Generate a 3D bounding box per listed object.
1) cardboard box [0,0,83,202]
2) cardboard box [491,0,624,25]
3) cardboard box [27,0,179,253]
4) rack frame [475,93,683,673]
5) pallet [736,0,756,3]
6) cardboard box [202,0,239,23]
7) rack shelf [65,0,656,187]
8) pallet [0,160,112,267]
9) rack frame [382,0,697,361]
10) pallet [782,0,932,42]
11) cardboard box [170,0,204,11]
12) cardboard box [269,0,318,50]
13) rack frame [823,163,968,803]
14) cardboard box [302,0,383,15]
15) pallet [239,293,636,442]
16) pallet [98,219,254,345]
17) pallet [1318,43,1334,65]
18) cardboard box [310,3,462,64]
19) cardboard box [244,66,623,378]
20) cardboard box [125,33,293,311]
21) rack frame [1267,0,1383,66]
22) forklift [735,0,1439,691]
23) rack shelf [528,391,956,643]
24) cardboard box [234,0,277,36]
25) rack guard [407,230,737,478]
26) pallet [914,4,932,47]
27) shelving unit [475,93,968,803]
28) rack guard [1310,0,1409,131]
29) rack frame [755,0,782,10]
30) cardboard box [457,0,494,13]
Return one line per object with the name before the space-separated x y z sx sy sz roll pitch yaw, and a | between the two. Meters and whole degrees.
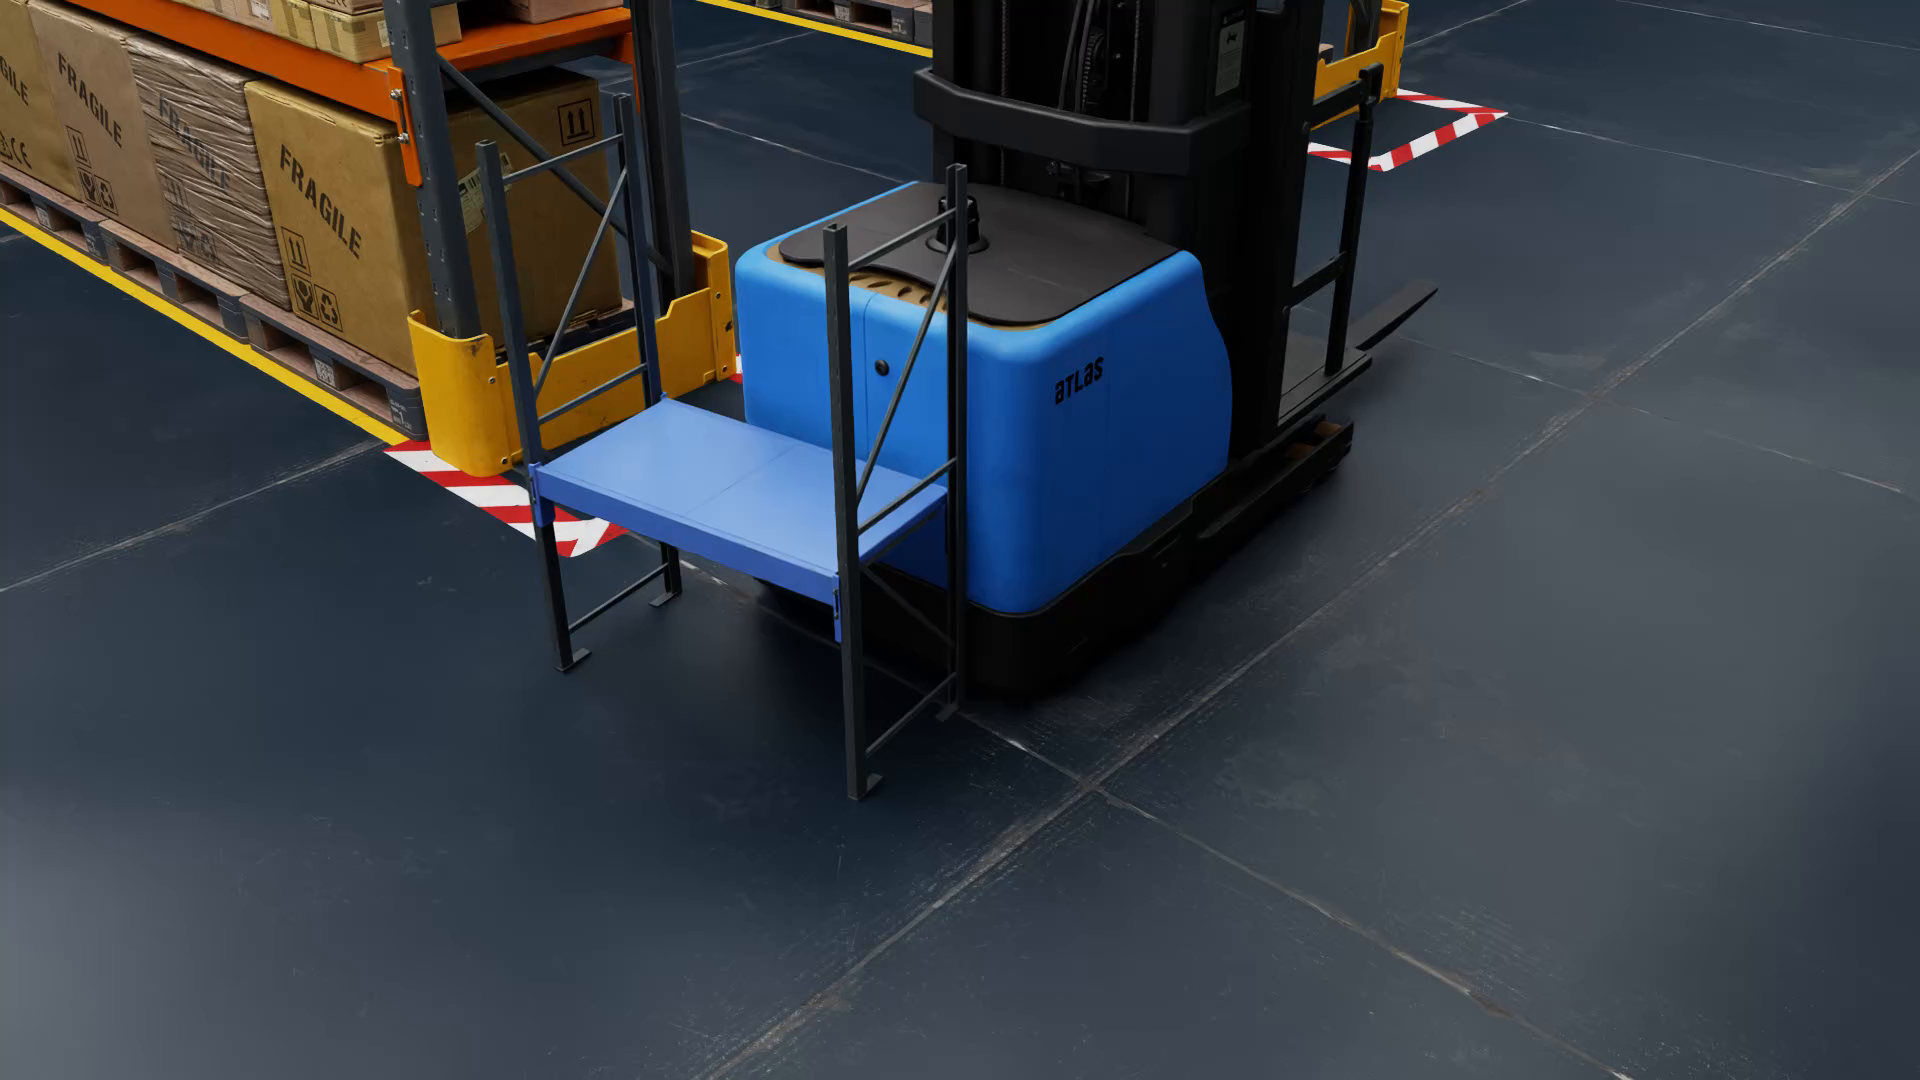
cardboard box | -3.887 -2.167 7.594 0.875 0.875 0.875 25 39 35
cardboard box | -1.399 -1.913 5.764 0.250 0.149 0.380 26 39 36
cardboard box | -3.220 -1.856 7.077 0.875 0.875 0.875 25 39 35
rack frame | -0.983 -0.385 4.435 0.032 1.500 0.500 19 36 28
pallet | -1.543 -4.139 11.920 1.213 0.211 1.003 25 39 35
cardboard box | -2.407 -1.925 5.784 0.250 0.149 0.380 26 40 36
rack shelf | -2.840 -2.156 6.621 4.000 0.370 1.077 25 39 35
pallet | -3.812 -1.669 7.817 1.213 0.211 1.003 25 39 35
rack frame | -1.357 -1.772 5.285 0.127 3.000 1.000 25 39 35
pallet | -0.428 -3.616 11.052 1.213 0.211 1.003 25 39 35
cardboard box | -2.600 -2.015 5.932 0.250 0.149 0.380 24 39 34
cardboard box | -2.036 -1.751 5.494 0.250 0.149 0.380 25 39 36
rack frame | -0.132 -0.097 3.957 0.032 1.500 0.500 19 36 28
cardboard box | -1.895 -1.901 5.357 0.500 0.250 0.500 24 39 34
pallet | -2.002 -0.824 6.414 1.213 0.211 1.003 25 39 35
pallet | -2.903 -1.246 7.116 1.213 0.211 1.003 25 39 35
pallet | 1.381 -2.772 9.649 1.213 0.211 1.003 25 39 35
cardboard box | -1.842 -1.662 5.346 0.250 0.149 0.380 26 40 36
cardboard box | -1.885 -1.233 6.042 0.875 0.875 0.875 25 39 35
cardboard box | -2.560 -1.547 6.565 0.875 0.875 0.875 25 39 35
rack frame | 1.966 -3.666 8.431 0.127 3.000 1.000 25 39 35
forklift | 0.676 -1.551 4.984 1.130 2.935 3.031 22 37 32
rack shelf | -0.557 -0.087 4.289 1.000 0.185 0.538 19 36 28
cardboard box | -2.222 -1.839 5.640 0.250 0.149 0.380 25 39 35
rack guard | -1.339 -0.693 5.916 0.348 0.500 1.175 25 39 35
pallet | 0.481 -3.194 10.351 1.213 0.211 1.003 25 39 35
shelving unit | -0.557 -0.241 4.196 1.048 1.500 0.538 19 36 28
rack guard | 1.993 -2.592 9.070 0.348 0.500 1.175 25 39 35
rack frame | -0.999 -5.050 10.731 0.127 3.000 1.000 25 39 35
cardboard box | -1.590 -2.002 5.910 0.250 0.149 0.380 24 39 34
